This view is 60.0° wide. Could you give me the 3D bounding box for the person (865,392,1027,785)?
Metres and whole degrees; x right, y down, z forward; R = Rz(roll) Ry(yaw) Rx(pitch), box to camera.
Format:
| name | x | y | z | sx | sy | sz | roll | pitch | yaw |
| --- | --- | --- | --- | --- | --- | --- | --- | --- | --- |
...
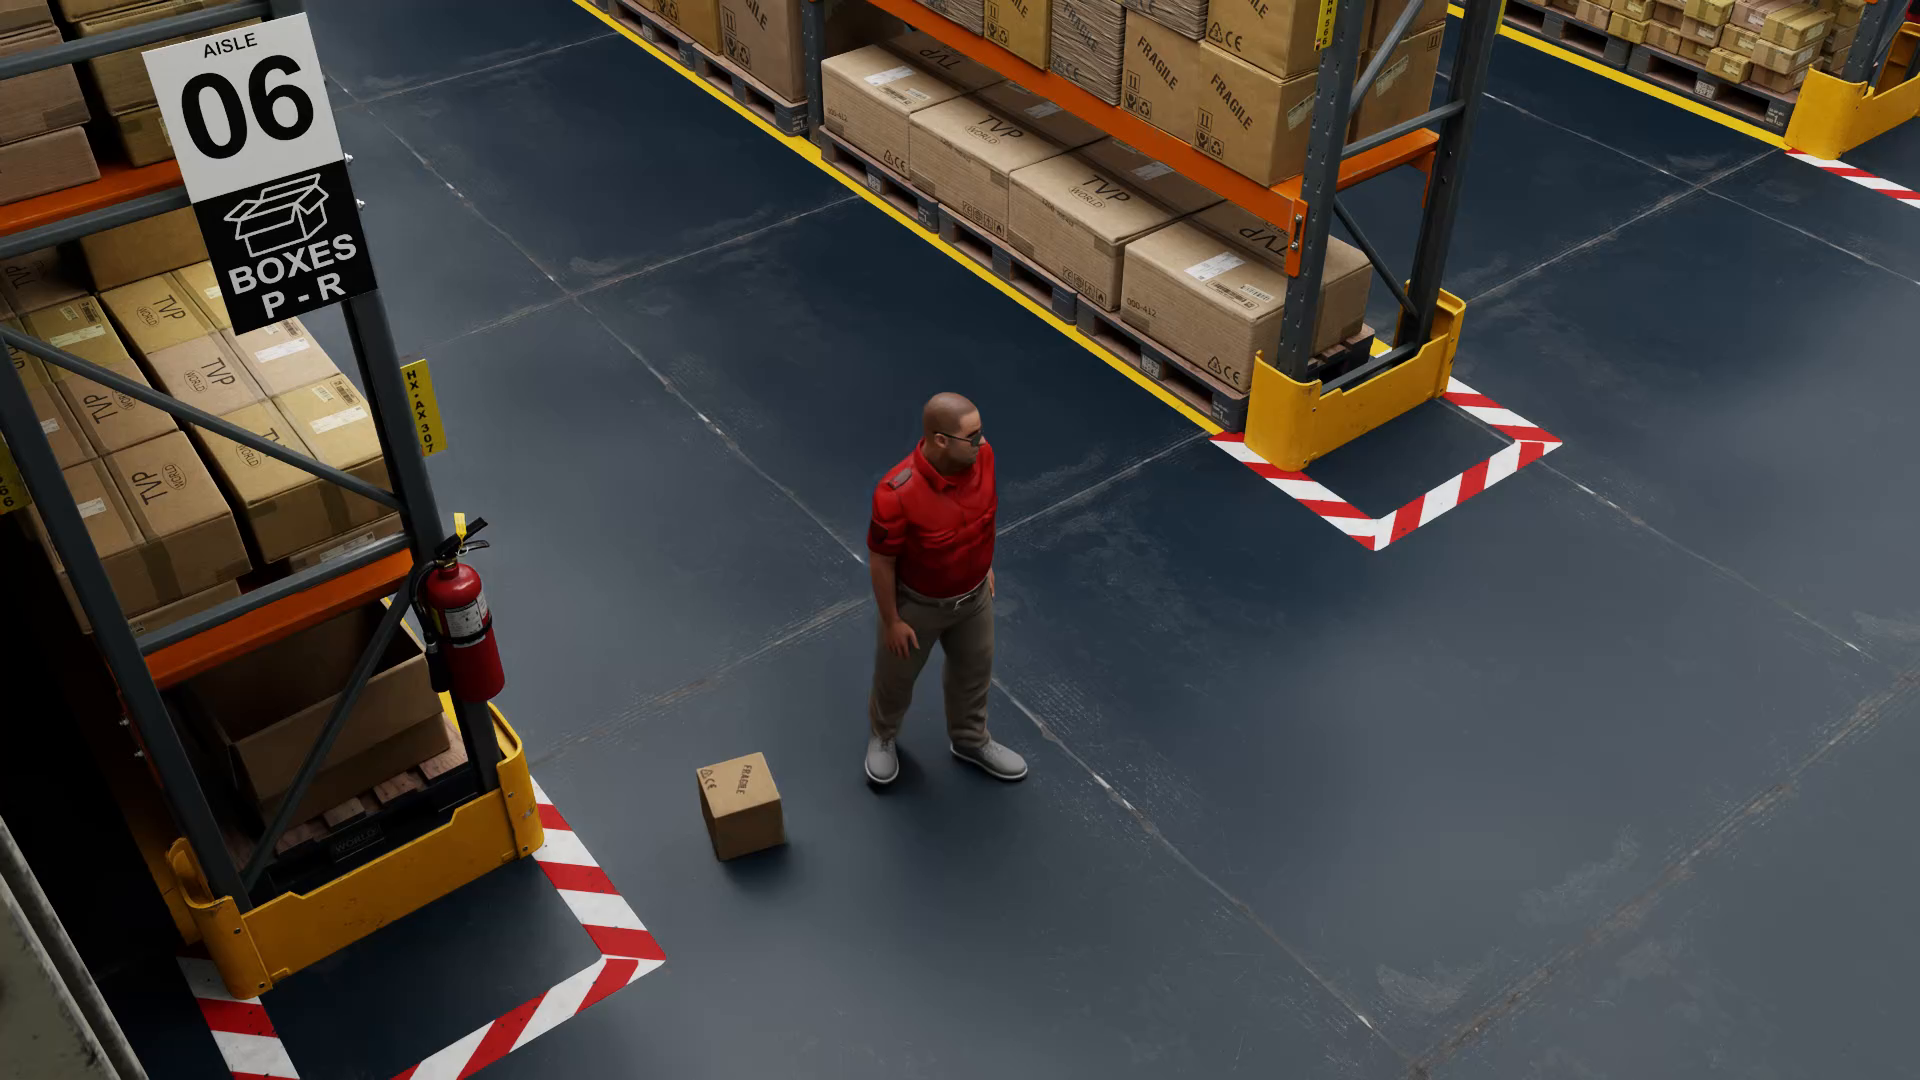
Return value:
| name | x | y | z | sx | sy | sz | roll | pitch | yaw |
| --- | --- | --- | --- | --- | --- | --- | --- | --- | --- |
| person | -0.082 | 0.199 | 5.927 | 0.568 | 1.728 | 0.565 | -28 | 47 | -29 |
